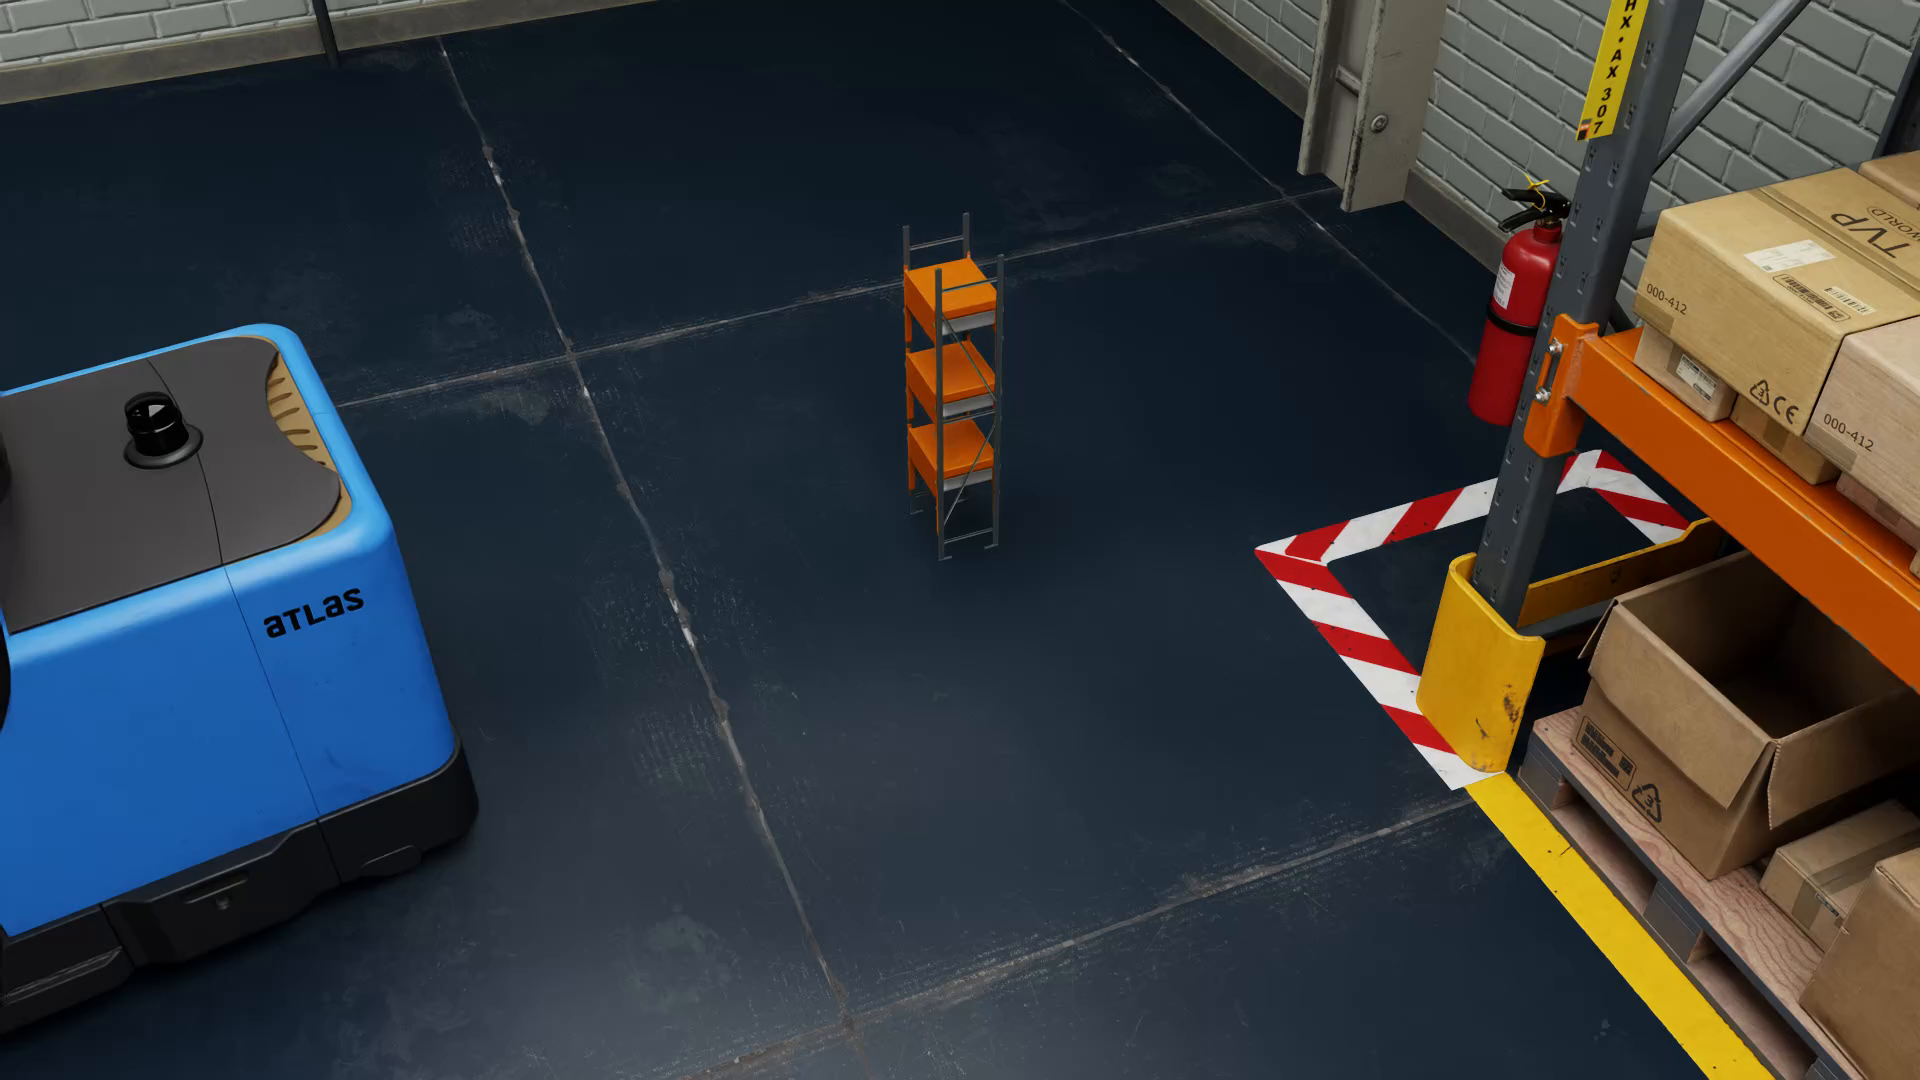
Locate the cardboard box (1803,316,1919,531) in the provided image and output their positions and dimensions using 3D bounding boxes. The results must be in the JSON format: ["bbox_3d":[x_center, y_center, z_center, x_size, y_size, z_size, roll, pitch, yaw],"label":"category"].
[{"bbox_3d":[1.967,-0.198,3.066,0.500,0.250,0.500,-15,43,-16],"label":"cardboard box"}]

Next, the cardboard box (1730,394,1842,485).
[{"bbox_3d":[1.861,-0.283,3.471,0.380,0.149,0.250,-14,43,-16],"label":"cardboard box"}]

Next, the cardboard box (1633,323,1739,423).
[{"bbox_3d":[1.721,-0.424,3.636,0.380,0.149,0.250,-15,43,-17],"label":"cardboard box"}]

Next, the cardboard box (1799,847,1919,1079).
[{"bbox_3d":[2.287,0.919,3.476,0.700,0.500,0.500,-13,42,-15],"label":"cardboard box"}]

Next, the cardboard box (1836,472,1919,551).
[{"bbox_3d":[1.994,-0.133,3.297,0.380,0.149,0.250,-16,43,-17],"label":"cardboard box"}]

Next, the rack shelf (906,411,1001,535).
[{"bbox_3d":[-0.020,-0.212,5.133,0.215,0.259,0.240,-15,43,-17],"label":"rack shelf"}]

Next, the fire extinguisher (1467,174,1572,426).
[{"bbox_3d":[1.366,-0.589,3.979,0.296,0.674,0.183,-15,43,-17],"label":"fire extinguisher"}]

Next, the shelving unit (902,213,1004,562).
[{"bbox_3d":[-0.020,-0.430,4.945,0.215,1.050,0.252,-15,43,-17],"label":"shelving unit"}]

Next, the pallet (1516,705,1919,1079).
[{"bbox_3d":[2.184,0.797,4.161,1.003,0.211,1.213,-15,43,-17],"label":"pallet"}]

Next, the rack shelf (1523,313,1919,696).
[{"bbox_3d":[2.614,0.692,2.697,1.077,0.370,4.000,-15,43,-17],"label":"rack shelf"}]

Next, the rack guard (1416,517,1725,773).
[{"bbox_3d":[1.878,0.208,4.625,1.175,0.500,0.348,-15,43,-17],"label":"rack guard"}]

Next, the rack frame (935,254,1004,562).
[{"bbox_3d":[0.026,-0.357,4.860,0.200,1.050,0.008,-15,43,-17],"label":"rack frame"}]

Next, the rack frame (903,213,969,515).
[{"bbox_3d":[-0.067,-0.504,5.031,0.200,1.050,0.008,-15,43,-17],"label":"rack frame"}]

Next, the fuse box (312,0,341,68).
[{"bbox_3d":[-2.918,-2.884,7.291,0.539,1.711,0.414,-15,43,-17],"label":"fuse box"}]

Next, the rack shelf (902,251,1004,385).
[{"bbox_3d":[-0.021,-0.637,4.767,0.215,0.259,0.240,-15,43,-17],"label":"rack shelf"}]

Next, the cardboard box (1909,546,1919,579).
[{"bbox_3d":[2.034,0.035,3.102,0.380,0.149,0.250,-14,43,-16],"label":"cardboard box"}]

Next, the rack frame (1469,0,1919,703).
[{"bbox_3d":[1.849,-0.786,3.863,1.000,3.000,0.127,-15,43,-17],"label":"rack frame"}]

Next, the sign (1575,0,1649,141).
[{"bbox_3d":[1.348,-0.979,3.424,0.100,0.325,0.005,-15,43,-17],"label":"sign"}]

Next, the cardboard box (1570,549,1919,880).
[{"bbox_3d":[1.995,0.393,4.085,0.797,0.503,0.637,-17,43,-19],"label":"cardboard box"}]

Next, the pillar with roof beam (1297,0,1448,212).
[{"bbox_3d":[-2.327,-3.836,2.809,9.100,9.000,0.400,-15,43,-17],"label":"pillar with roof beam"}]

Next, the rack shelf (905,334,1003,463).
[{"bbox_3d":[-0.020,-0.422,4.952,0.215,0.259,0.240,-15,43,-17],"label":"rack shelf"}]

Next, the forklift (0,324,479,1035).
[{"bbox_3d":[-2.784,-0.120,3.142,3.031,2.935,1.130,-21,45,-23],"label":"forklift"}]

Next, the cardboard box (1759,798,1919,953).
[{"bbox_3d":[2.122,0.793,3.891,0.380,0.149,0.250,-17,43,-19],"label":"cardboard box"}]

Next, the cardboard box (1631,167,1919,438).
[{"bbox_3d":[1.774,-0.501,3.419,0.500,0.250,0.500,-15,43,-17],"label":"cardboard box"}]

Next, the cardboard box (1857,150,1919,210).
[{"bbox_3d":[2.270,-0.631,3.570,0.500,0.250,0.500,-14,43,-16],"label":"cardboard box"}]
